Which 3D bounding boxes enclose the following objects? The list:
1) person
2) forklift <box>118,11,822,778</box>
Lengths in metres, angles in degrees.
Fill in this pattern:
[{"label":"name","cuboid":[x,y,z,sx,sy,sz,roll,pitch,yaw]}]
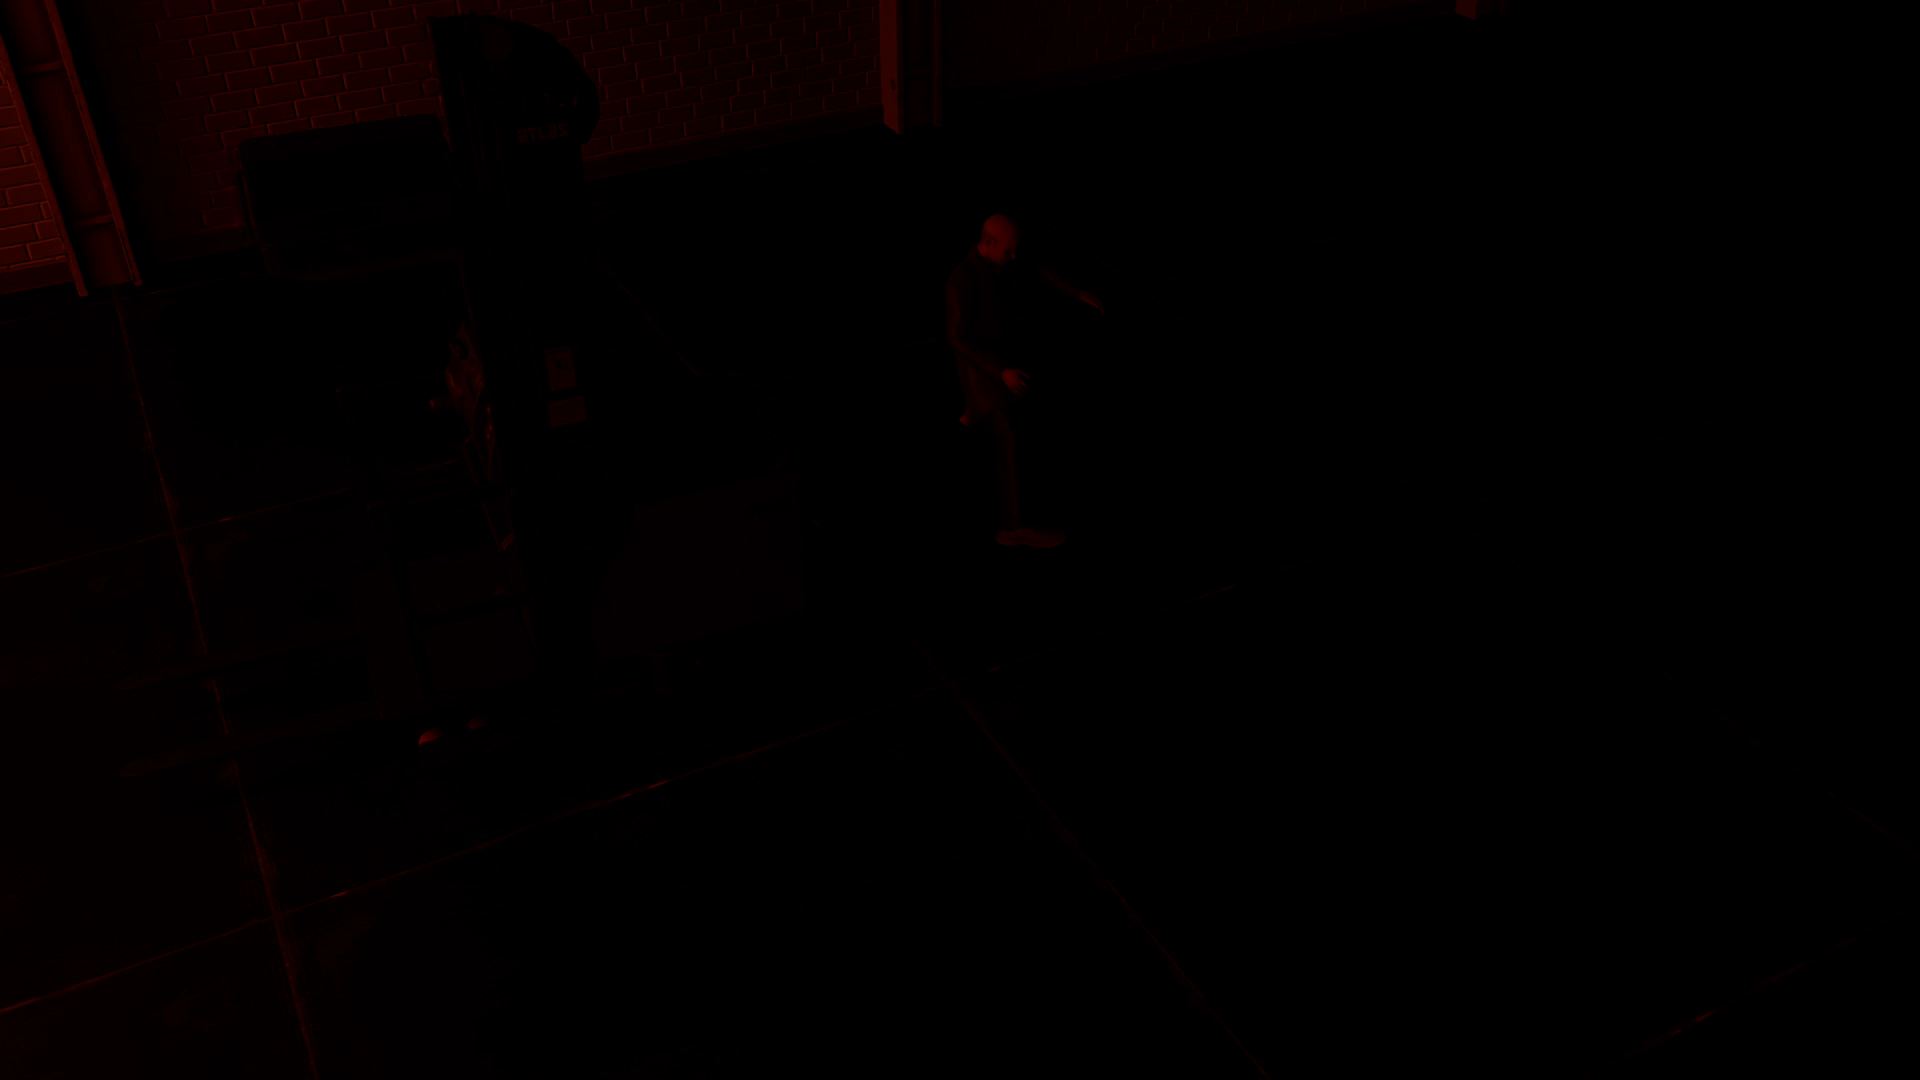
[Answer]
[{"label":"person","cuboid":[0.310,-0.963,8.682,1.050,1.593,1.202,18,39,23]},{"label":"forklift","cuboid":[-2.219,-0.559,6.914,3.031,2.935,1.130,-14,38,-19]}]
